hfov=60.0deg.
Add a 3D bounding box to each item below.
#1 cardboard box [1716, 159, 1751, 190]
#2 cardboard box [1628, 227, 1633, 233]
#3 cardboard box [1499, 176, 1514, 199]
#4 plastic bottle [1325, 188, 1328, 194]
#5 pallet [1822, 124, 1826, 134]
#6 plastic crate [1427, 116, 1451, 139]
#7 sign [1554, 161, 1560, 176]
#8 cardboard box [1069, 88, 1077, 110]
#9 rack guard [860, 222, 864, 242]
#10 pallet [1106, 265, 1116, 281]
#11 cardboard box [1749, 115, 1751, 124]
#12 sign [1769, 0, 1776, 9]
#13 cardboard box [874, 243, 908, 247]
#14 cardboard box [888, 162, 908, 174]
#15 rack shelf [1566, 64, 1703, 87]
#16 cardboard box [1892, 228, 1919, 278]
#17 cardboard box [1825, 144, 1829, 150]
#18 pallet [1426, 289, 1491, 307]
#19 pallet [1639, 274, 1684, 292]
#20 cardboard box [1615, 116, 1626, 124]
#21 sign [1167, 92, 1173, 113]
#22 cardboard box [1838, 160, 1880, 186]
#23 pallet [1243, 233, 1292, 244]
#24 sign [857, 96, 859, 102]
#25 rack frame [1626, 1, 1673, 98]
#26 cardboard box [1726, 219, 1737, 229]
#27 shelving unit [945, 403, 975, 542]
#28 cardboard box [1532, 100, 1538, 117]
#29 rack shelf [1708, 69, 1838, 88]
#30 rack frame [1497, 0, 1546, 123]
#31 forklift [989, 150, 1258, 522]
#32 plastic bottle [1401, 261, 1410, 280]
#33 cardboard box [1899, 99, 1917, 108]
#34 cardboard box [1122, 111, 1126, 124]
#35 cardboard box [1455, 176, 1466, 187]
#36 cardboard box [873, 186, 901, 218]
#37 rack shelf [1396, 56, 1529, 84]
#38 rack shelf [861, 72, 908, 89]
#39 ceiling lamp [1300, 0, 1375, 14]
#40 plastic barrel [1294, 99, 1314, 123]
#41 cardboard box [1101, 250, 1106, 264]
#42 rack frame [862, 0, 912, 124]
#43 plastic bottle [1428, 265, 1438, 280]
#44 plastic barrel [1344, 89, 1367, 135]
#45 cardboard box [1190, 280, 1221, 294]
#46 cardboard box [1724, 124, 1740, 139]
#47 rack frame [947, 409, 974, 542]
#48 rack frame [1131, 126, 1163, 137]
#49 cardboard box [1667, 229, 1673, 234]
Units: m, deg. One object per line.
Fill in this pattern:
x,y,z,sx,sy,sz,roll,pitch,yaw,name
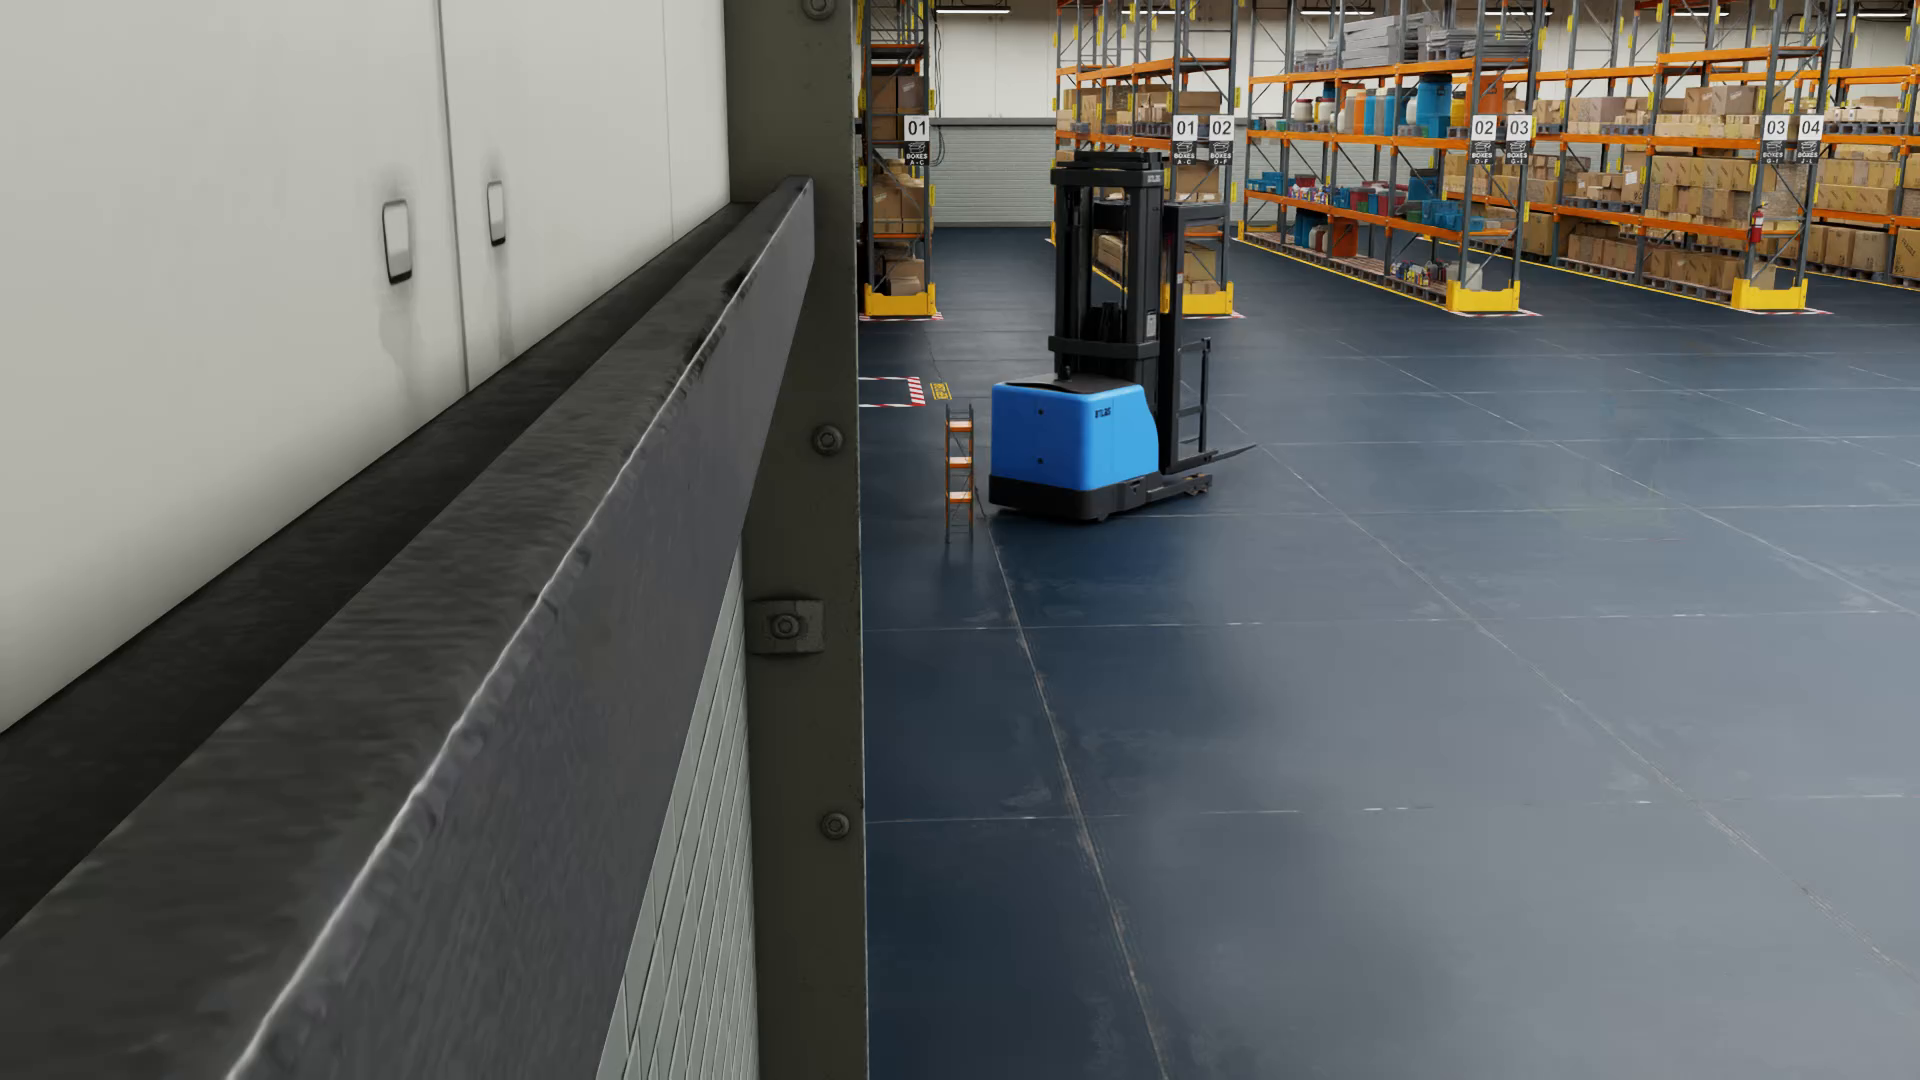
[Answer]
13.516,-6.344,28.859,0.500,0.500,0.500,-1,14,-3,cardboard box
17.610,-8.064,43.228,0.380,0.149,0.250,-1,14,-4,cardboard box
12.901,-8.200,38.674,0.500,0.500,0.500,-1,14,-3,cardboard box
8.424,-7.940,38.124,0.097,0.271,0.097,0,14,0,plastic bottle
18.387,-8.653,34.997,1.213,0.211,1.003,0,14,-1,pallet
8.471,-7.248,29.189,0.392,0.384,0.575,-1,14,-3,plastic crate
12.784,-7.951,35.585,0.100,0.325,0.005,-1,14,-3,sign
3.025,-10.721,40.447,0.700,0.500,0.500,-1,14,-3,cardboard box
-1.991,-7.955,42.942,1.175,0.500,0.348,-1,14,-3,rack guard
3.535,-5.389,33.548,1.003,0.211,1.213,-1,14,-3,pallet
13.606,-7.114,28.137,0.380,0.149,0.250,-1,14,-5,cardboard box
13.278,-8.841,27.136,0.100,0.325,0.005,-1,14,-3,sign
-1.382,-5.616,32.967,0.700,0.500,0.500,-1,14,-3,cardboard box
-1.266,-7.860,35.211,0.500,0.250,0.500,-1,14,-2,cardboard box
13.462,-9.266,33.225,1.077,0.370,4.000,-1,14,-3,rack shelf
18.511,-5.473,31.700,0.875,0.875,0.875,-1,14,-3,cardboard box
22.502,-10.101,42.755,0.380,0.149,0.250,-1,14,-5,cardboard box
8.793,-4.203,28.940,1.003,0.211,1.213,-1,14,-3,pallet
13.662,-4.888,31.600,1.003,0.211,1.213,-1,14,-3,pallet
13.369,-8.413,33.309,0.380,0.166,0.250,-1,14,-5,cardboard box
3.403,-7.096,26.949,0.100,0.325,0.005,-1,14,-3,sign
18.411,-7.491,33.916,0.700,0.500,0.500,-1,14,-4,cardboard box
7.911,-7.757,42.750,1.003,0.211,1.213,-1,14,-3,pallet
-2.544,-11.067,42.087,0.100,0.325,0.005,-1,14,-3,sign
17.799,-12.346,42.951,1.000,3.000,0.127,-1,14,-3,rack frame
13.528,-5.480,28.808,0.380,0.149,0.250,-1,14,-3,cardboard box
-0.003,-0.522,12.947,0.215,1.050,0.252,-1,14,-3,shelving unit
13.190,-9.613,37.300,0.797,0.503,0.637,-1,14,-4,cardboard box
18.170,-10.312,37.291,1.077,0.370,4.000,-1,14,-3,rack shelf
13.090,-11.300,38.885,1.000,3.000,0.127,-1,14,-3,rack frame
1.575,-1.873,14.422,1.130,2.935,3.031,12,19,38,forklift
8.290,-5.004,30.890,0.144,0.351,0.185,-1,15,-6,plastic bottle
23.154,-10.450,40.357,0.500,0.500,0.500,-1,14,-2,cardboard box
3.585,-8.589,33.827,0.500,0.250,0.500,0,14,-2,cardboard box
12.706,-8.953,41.508,0.500,0.250,0.500,-1,14,-5,cardboard box
-1.240,-5.595,27.507,0.500,0.500,0.500,-1,14,-4,cardboard box
8.766,-8.194,29.061,1.077,0.370,4.000,-1,14,-3,rack shelf
-1.618,-10.031,36.200,1.077,0.370,4.000,-1,14,-3,rack shelf
10.246,-15.751,44.472,2.000,3.185,0.800,-1,14,-3,ceiling lamp
7.929,-9.905,38.368,0.433,0.535,0.433,0,14,0,plastic barrel
3.221,-5.860,34.456,0.500,0.250,0.500,-1,14,-5,cardboard box
-1.494,-10.076,34.127,1.000,3.000,0.127,-1,14,-3,rack frame
8.835,-5.010,31.063,0.152,0.276,0.135,-1,14,-3,plastic bottle
8.228,-8.811,34.226,0.600,0.901,0.600,0,14,0,plastic barrel
4.135,-4.267,28.264,0.500,0.250,0.500,-1,14,-3,cardboard box
13.516,-7.030,28.611,0.500,0.250,0.500,-1,14,-3,cardboard box
0.004,-0.491,12.829,0.200,1.050,0.008,-1,14,-3,rack frame
3.698,-6.253,31.309,1.000,3.000,0.127,-1,14,-3,rack frame
17.646,-7.620,40.902,0.380,0.149,0.250,-1,14,-5,cardboard box
